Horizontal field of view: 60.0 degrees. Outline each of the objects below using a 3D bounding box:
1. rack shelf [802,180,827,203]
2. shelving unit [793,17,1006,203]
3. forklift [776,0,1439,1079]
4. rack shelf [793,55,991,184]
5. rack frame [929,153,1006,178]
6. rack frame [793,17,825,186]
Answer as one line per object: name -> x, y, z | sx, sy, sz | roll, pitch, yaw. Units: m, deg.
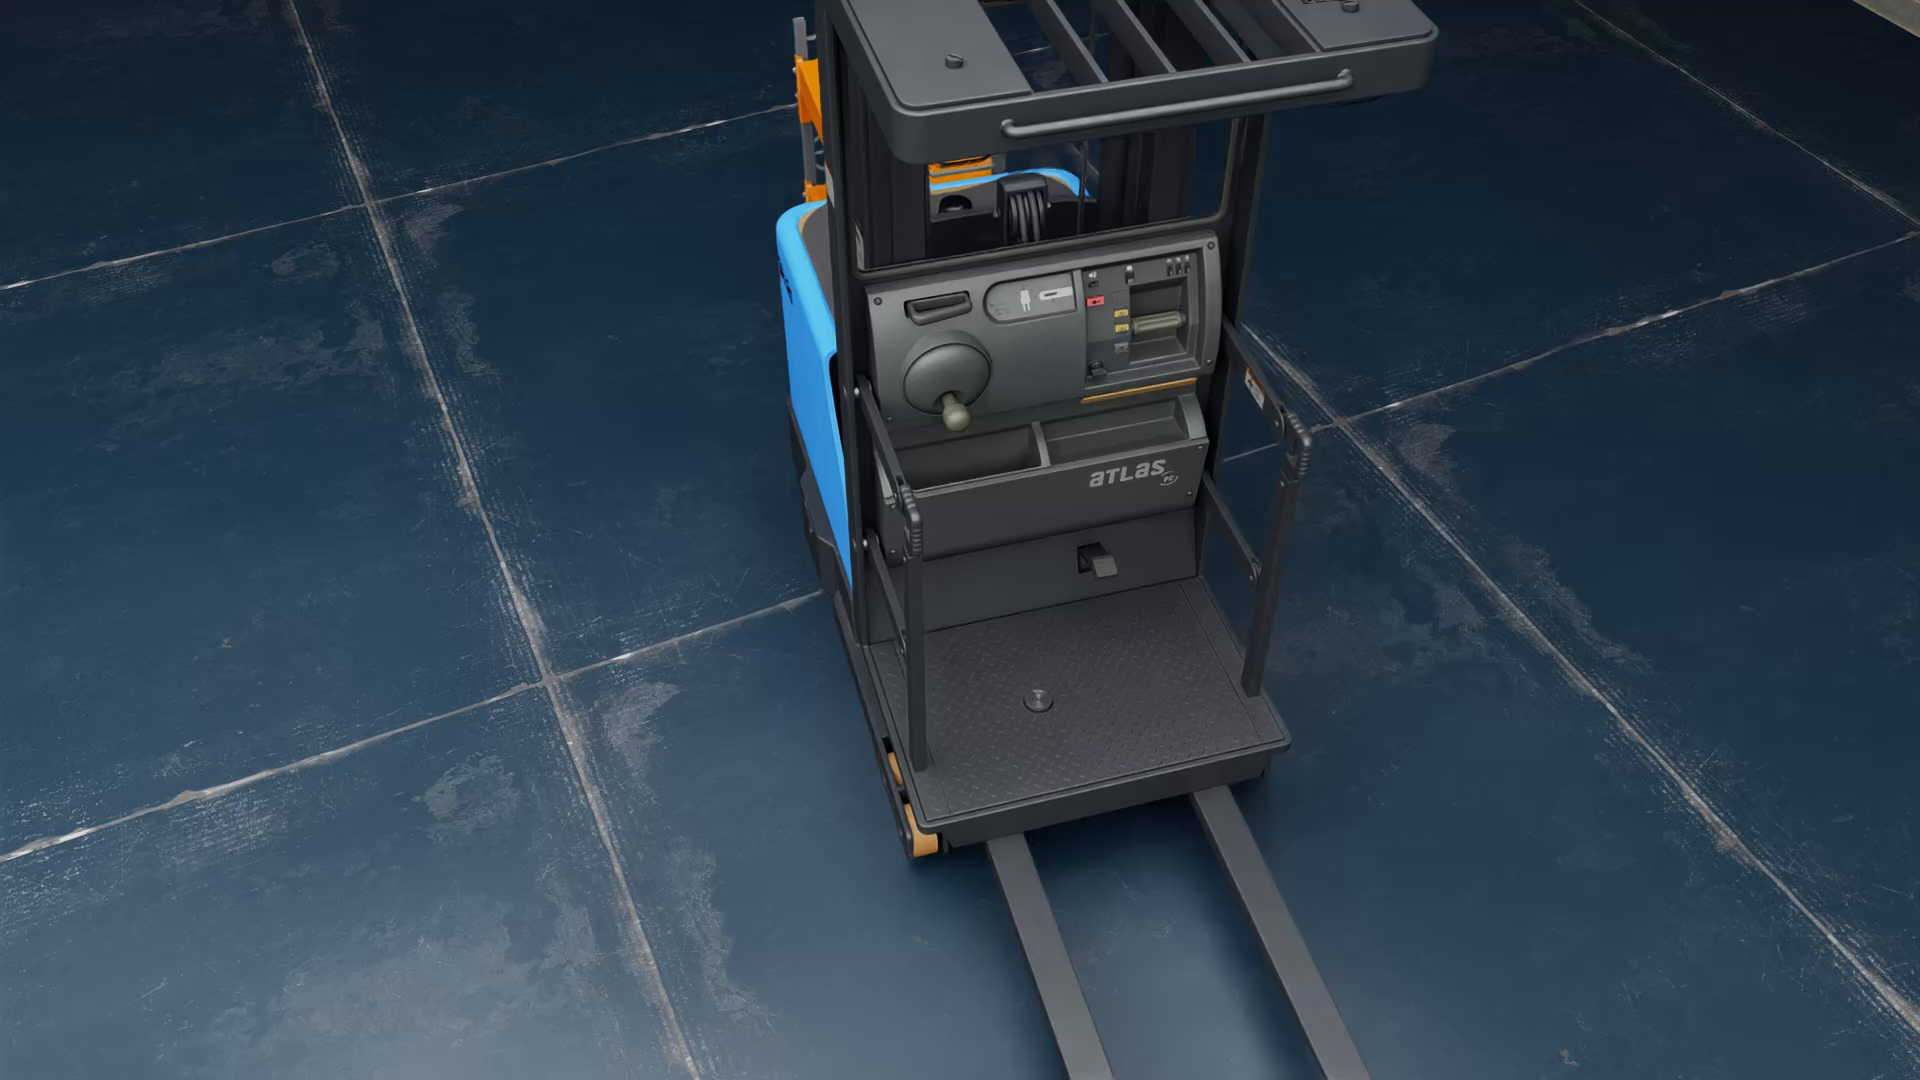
rack shelf -> -0.230, -1.028, 6.339 | 0.538, 0.278, 1.000 | -11, 46, -11
shelving unit -> -0.230, -1.202, 6.167 | 0.538, 1.125, 1.048 | -11, 46, -11
forklift -> 0.288, -0.440, 4.109 | 1.130, 2.935, 3.031 | -11, 46, -11
rack shelf -> -0.230, -1.410, 5.962 | 0.538, 0.278, 1.000 | -11, 46, -11
rack frame -> -0.092, -0.858, 5.819 | 0.500, 1.125, 0.032 | -11, 46, -11
rack frame -> -0.368, -1.546, 6.516 | 0.500, 1.125, 0.032 | -11, 46, -11
